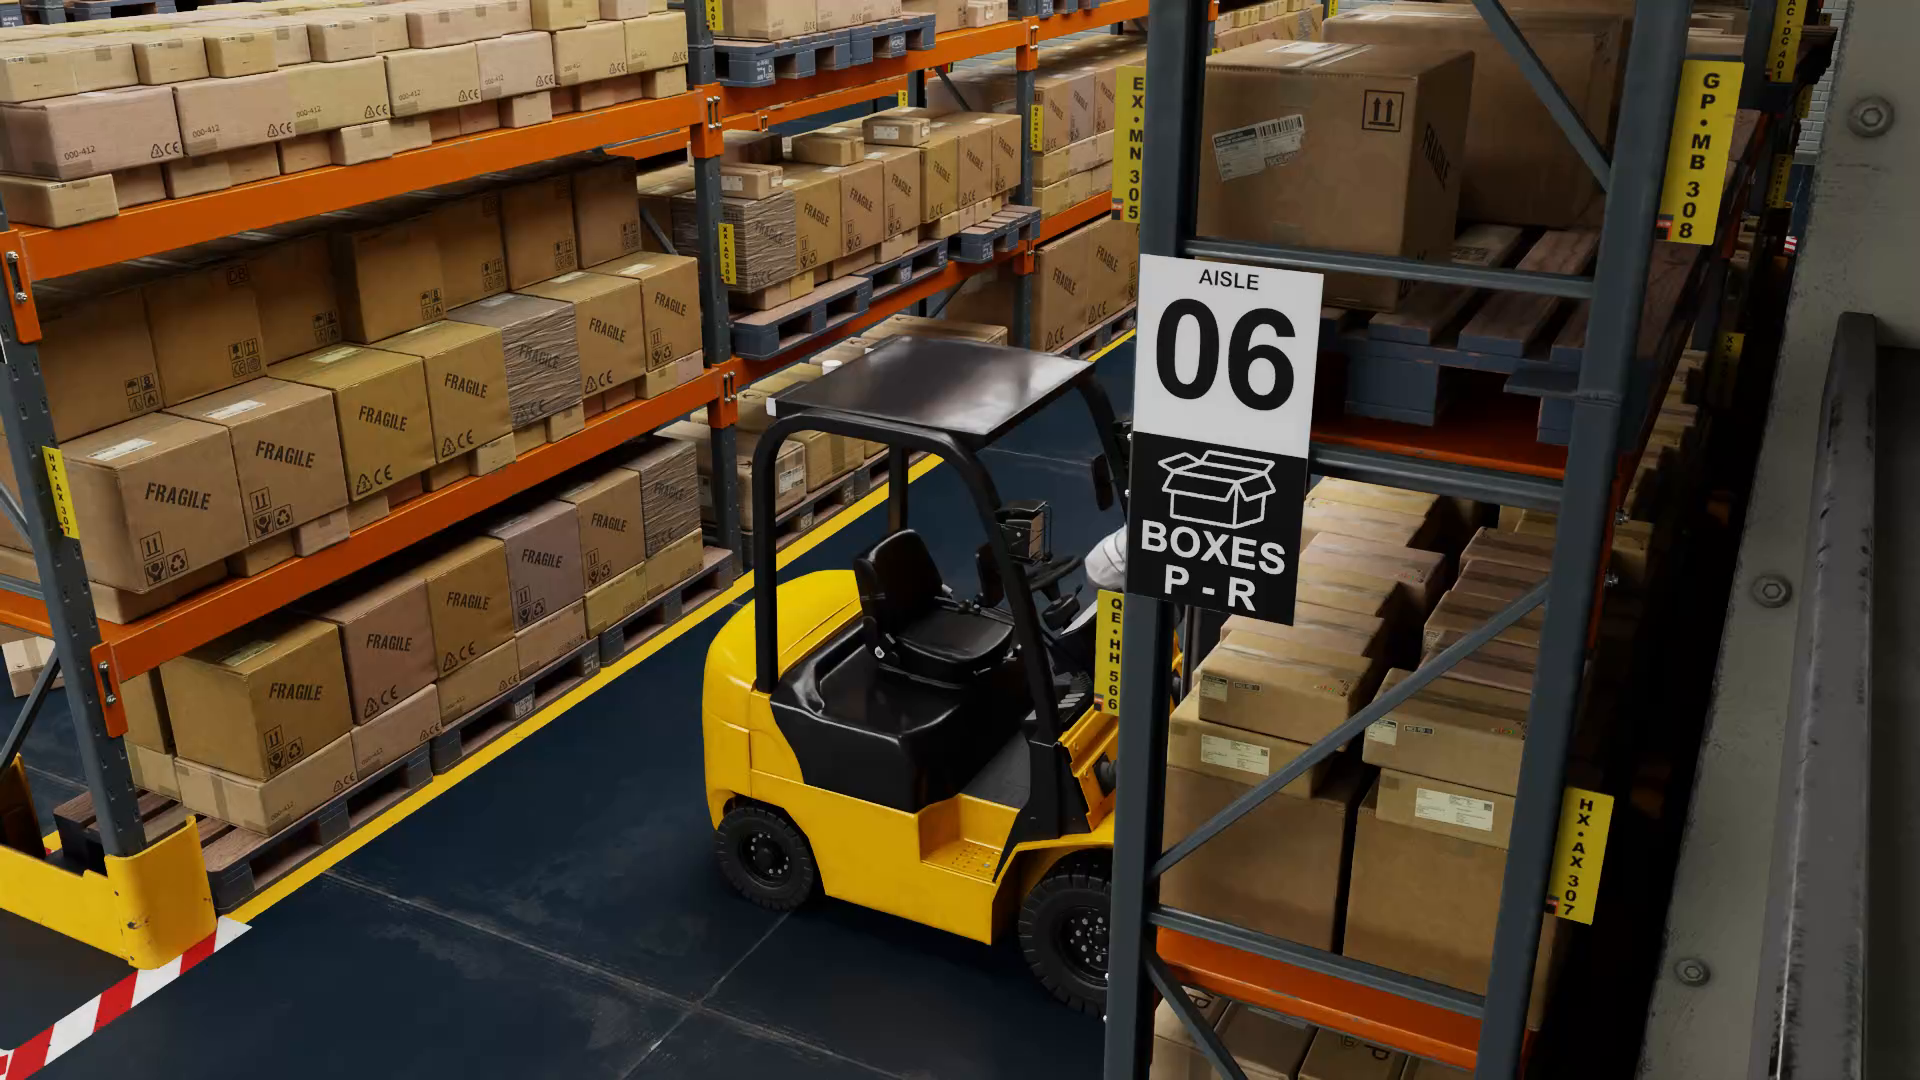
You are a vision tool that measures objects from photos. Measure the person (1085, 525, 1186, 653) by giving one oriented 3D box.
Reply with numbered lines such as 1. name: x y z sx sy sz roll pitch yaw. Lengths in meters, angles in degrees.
1. person: 1.082 0.209 8.601 0.859 0.948 0.484 11 25 24
